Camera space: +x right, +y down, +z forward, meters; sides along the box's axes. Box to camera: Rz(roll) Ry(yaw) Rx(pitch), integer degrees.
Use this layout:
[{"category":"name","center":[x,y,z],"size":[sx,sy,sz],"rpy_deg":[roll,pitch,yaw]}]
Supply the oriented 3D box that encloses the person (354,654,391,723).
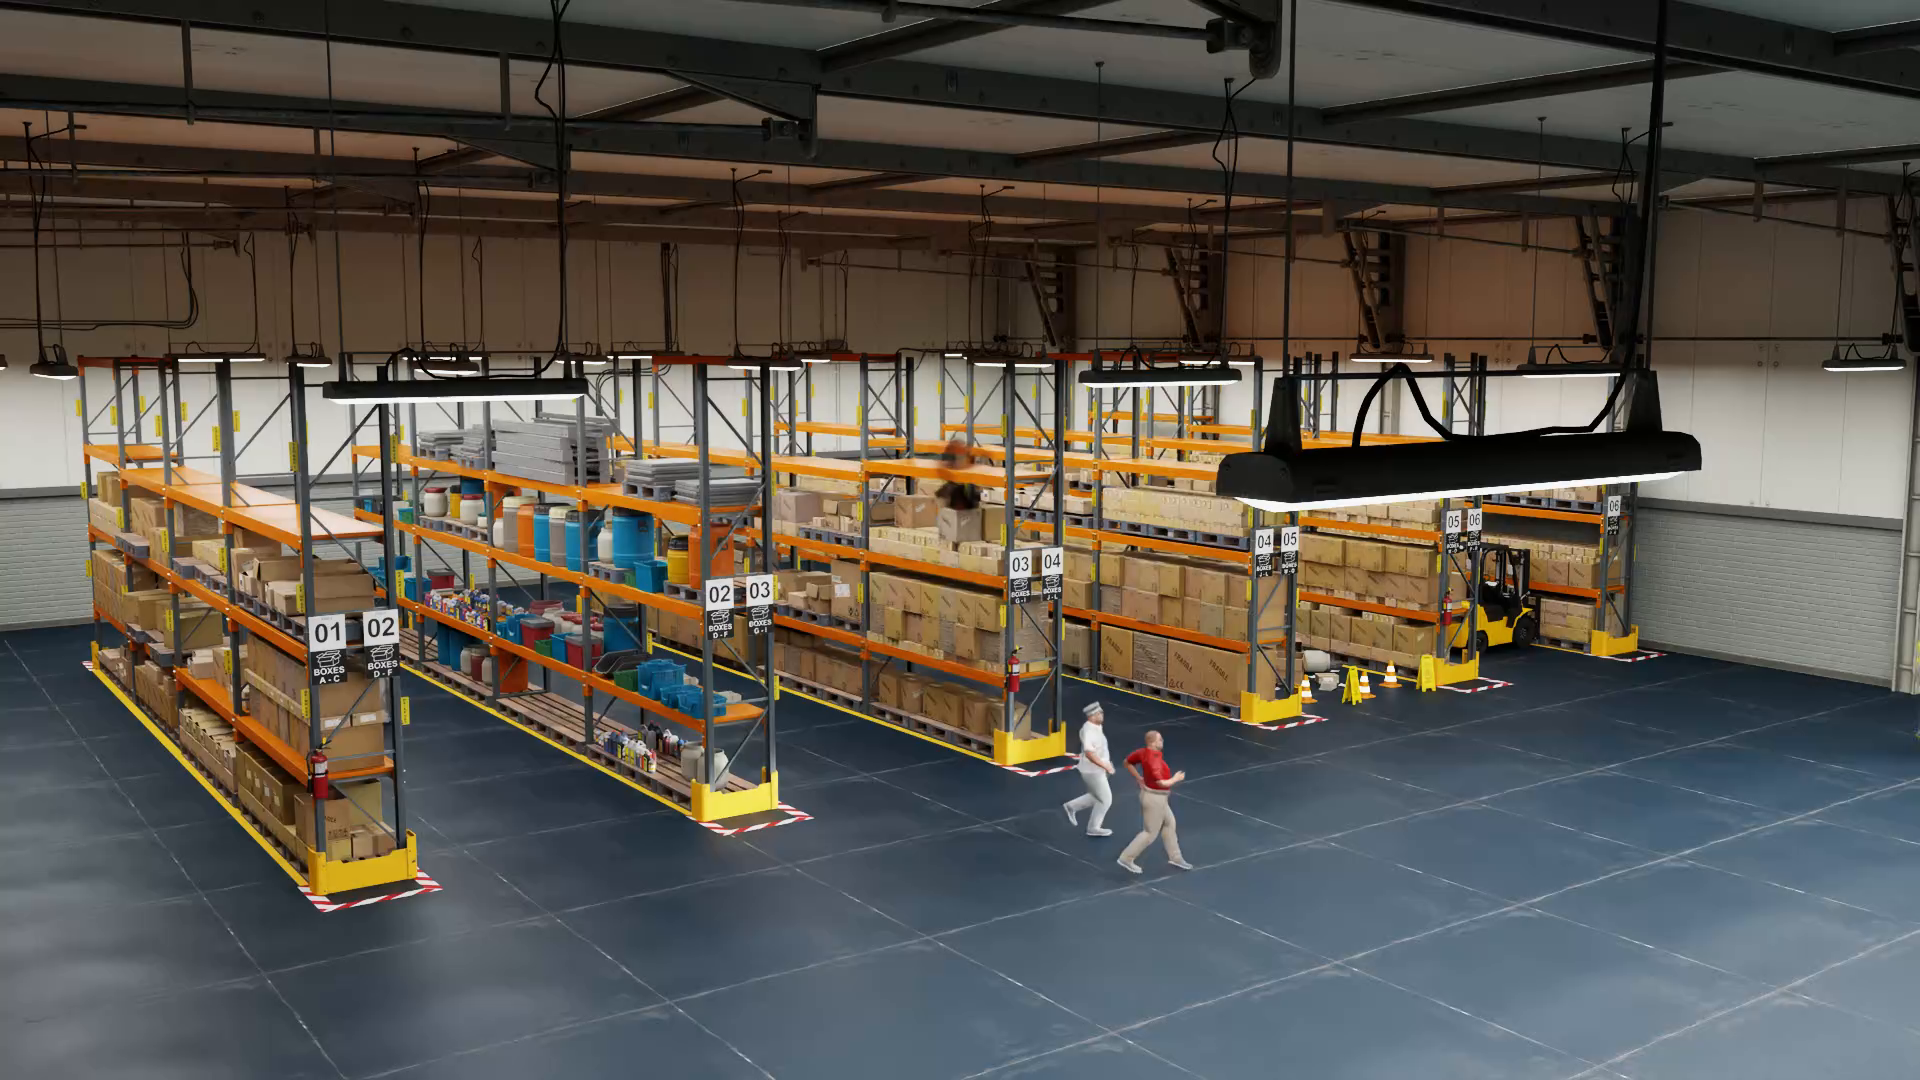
[{"category":"person","center":[-9.637,2.123,27.588],"size":[0.714,1.745,0.907],"rpy_deg":[-7,10,-44]}]

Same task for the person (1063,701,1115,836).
[{"category":"person","center":[1.640,2.903,21.177],"size":[0.632,1.728,0.710],"rpy_deg":[0,7,-1]}]

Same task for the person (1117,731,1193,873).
[{"category":"person","center":[2.318,3.100,19.666],"size":[0.977,1.736,0.669],"rpy_deg":[-1,7,-8]}]
